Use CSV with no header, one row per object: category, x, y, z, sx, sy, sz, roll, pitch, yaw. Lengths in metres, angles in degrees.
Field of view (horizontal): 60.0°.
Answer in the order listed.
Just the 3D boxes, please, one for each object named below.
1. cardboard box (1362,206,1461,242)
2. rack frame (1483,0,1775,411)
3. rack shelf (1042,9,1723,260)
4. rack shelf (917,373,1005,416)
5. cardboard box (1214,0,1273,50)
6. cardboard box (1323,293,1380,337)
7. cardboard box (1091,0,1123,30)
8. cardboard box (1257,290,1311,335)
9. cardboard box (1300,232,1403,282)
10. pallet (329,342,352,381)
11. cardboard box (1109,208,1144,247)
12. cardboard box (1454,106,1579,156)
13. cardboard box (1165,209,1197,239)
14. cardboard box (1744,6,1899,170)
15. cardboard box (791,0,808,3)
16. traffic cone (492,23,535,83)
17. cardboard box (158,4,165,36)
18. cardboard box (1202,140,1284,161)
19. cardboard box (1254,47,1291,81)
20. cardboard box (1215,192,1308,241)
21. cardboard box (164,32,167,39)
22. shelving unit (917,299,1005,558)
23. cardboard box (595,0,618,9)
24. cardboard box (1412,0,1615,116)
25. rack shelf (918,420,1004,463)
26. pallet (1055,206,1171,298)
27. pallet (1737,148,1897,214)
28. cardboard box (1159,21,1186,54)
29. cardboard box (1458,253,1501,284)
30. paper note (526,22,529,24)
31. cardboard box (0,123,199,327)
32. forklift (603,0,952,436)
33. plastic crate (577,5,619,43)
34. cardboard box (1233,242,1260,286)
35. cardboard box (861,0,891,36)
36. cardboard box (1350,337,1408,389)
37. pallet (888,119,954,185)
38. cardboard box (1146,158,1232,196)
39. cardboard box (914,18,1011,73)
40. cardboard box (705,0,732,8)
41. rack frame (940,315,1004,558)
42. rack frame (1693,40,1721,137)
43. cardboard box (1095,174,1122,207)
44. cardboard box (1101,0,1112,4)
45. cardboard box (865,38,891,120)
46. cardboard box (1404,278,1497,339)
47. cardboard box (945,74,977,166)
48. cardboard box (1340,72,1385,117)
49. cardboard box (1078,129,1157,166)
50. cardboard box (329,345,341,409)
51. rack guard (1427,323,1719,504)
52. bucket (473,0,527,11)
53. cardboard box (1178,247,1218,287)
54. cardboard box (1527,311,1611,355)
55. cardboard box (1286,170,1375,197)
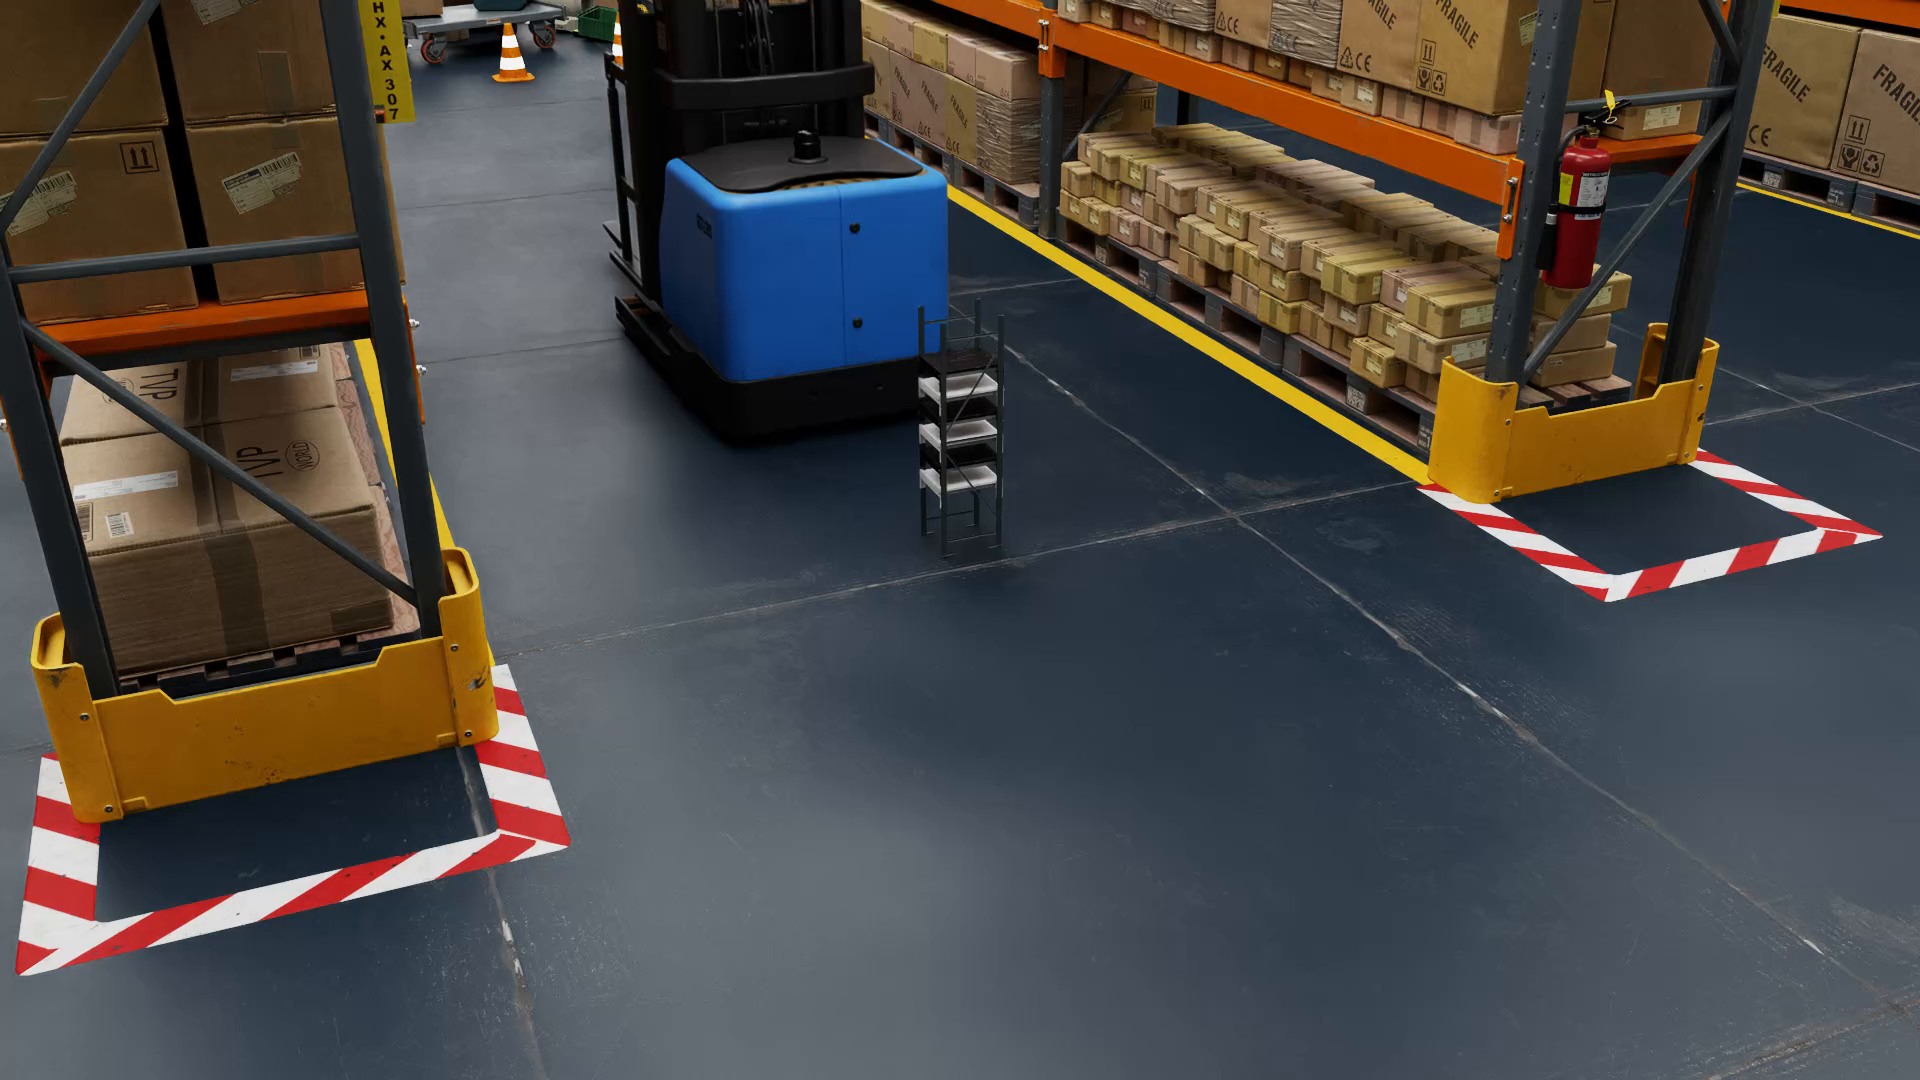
cardboard box,2.154,-1.477,7.949,0.380,0.149,0.250,-9,28,-19
rack frame,2.519,-1.618,6.146,1.000,3.000,0.127,-11,28,-21
rack shelf,1.736,-2.103,7.957,1.077,0.370,4.000,-11,28,-21
rack shelf,0.003,-0.533,5.981,0.258,0.077,0.200,-11,28,-21
cardboard box,1.516,-2.549,7.599,0.500,0.500,0.500,-9,27,-18
cardboard box,1.844,-1.033,7.379,0.380,0.149,0.250,-12,28,-23
cardboard box,0.932,-2.858,8.971,0.380,0.149,0.250,-10,28,-19
cardboard box,1.636,-1.100,7.855,0.380,0.149,0.250,-12,28,-23
cardboard box,1.771,-1.273,7.531,0.380,0.149,0.250,-12,28,-23
pallet,-3.337,-0.768,7.583,1.003,0.211,1.213,-11,28,-21
cardboard box,1.049,-1.740,9.165,0.380,0.149,0.250,-11,28,-21
cardboard box,2.131,-1.589,6.371,0.380,0.149,0.250,-11,28,-21
cardboard box,1.299,-1.670,8.683,0.380,0.149,0.250,-9,28,-18
cardboard box,5.741,-2.998,10.915,0.875,0.875,0.875,-11,28,-21
cardboard box,-0.770,-4.287,13.697,1.050,0.750,0.750,-11,28,-21
traffic cone,-3.888,-4.226,14.378,0.336,0.463,0.334,-11,28,-21
cardboard box,-3.022,-1.985,5.642,0.500,0.500,0.500,-11,28,-21
cardboard box,1.572,-2.114,9.253,0.380,0.149,0.250,-11,28,-21
cardboard box,1.589,-2.228,7.681,0.380,0.149,0.250,-10,28,-20
cardboard box,1.485,-1.598,8.197,0.380,0.149,0.250,-10,28,-20
cardboard box,-3.036,-1.539,5.869,0.500,0.500,0.500,-10,28,-19
shelving unit,0.003,-0.401,6.046,0.258,0.900,0.210,-11,28,-21
cardboard box,-3.733,-5.791,17.538,0.500,0.500,0.500,-6,27,-12
cardboard box,2.106,-1.934,6.340,0.500,0.500,0.500,-10,28,-20
rack shelf,0.003,-0.371,6.060,0.258,0.077,0.200,-11,28,-21
pallet,1.248,-1.715,9.522,1.003,0.211,1.213,-11,28,-21
pallet,5.782,-2.471,11.071,1.003,0.211,1.213,-11,28,-21
cardboard box,1.224,-2.536,8.311,0.380,0.149,0.250,-10,28,-20
cardboard box,2.408,-1.154,7.287,0.380,0.149,0.250,-10,28,-20
paper note,-4.396,-5.359,17.200,0.172,0.023,0.155,-1,26,-3
cardboard box,-2.429,-0.921,4.604,0.500,0.500,0.500,-10,28,-20
forklift,-1.097,-2.374,7.772,1.130,2.935,3.031,-11,28,-21
plastic crate,-3.454,-5.070,16.355,0.450,0.188,0.662,12,27,2
cardboard box,1.547,-1.347,8.021,0.380,0.149,0.250,-9,27,-18
cardboard box,-0.567,-3.930,12.397,0.500,0.250,0.500,-12,28,-23
cardboard box,1.927,-0.789,7.218,0.380,0.149,0.250,-10,28,-19
pallet,0.165,-2.787,11.718,1.003,0.211,1.213,-11,28,-21
cardboard box,1.218,-1.917,8.850,0.380,0.149,0.250,-11,28,-22
cardboard box,0.019,-3.314,11.134,0.500,0.250,0.500,-12,28,-23
cardboard box,-1.855,-5.405,15.988,1.050,0.750,0.750,-11,28,-21
rack frame,0.043,-0.360,5.962,0.240,0.900,0.006,-11,28,-21
rack frame,5.556,-4.045,11.115,1.000,3.000,0.127,-11,28,-21
cardboard box,0.982,-1.986,9.331,0.380,0.149,0.250,-10,28,-20
cardboard box,0.915,-3.169,8.868,0.500,0.500,0.500,-11,28,-22
cardboard box,-0.372,-3.382,12.128,0.500,0.500,0.500,-10,28,-20
cardboard box,2.078,-0.964,6.897,0.380,0.149,0.250,-10,28,-20
cardboard box,0.230,-2.761,10.857,0.500,0.500,0.500,-11,28,-22
cardboard box,1.835,-1.893,6.995,0.380,0.149,0.250,-10,28,-19
cardboard box,0.897,-2.233,9.498,0.380,0.149,0.250,-9,28,-19
cardboard box,-3.064,-0.746,6.801,0.875,0.438,0.875,-11,28,-22
rack guard,2.489,-0.526,6.757,1.175,0.500,0.348,-11,28,-21
bucket,-4.355,-5.334,15.754,0.726,0.611,0.620,-1,36,-3
cardboard box,1.345,-1.422,8.514,0.380,0.149,0.250,-11,28,-22
cardboard box,2.550,-0.915,7.137,0.380,0.149,0.250,-9,28,-18
cardboard box,1.910,-1.795,8.601,0.380,0.149,0.250,-12,28,-22
